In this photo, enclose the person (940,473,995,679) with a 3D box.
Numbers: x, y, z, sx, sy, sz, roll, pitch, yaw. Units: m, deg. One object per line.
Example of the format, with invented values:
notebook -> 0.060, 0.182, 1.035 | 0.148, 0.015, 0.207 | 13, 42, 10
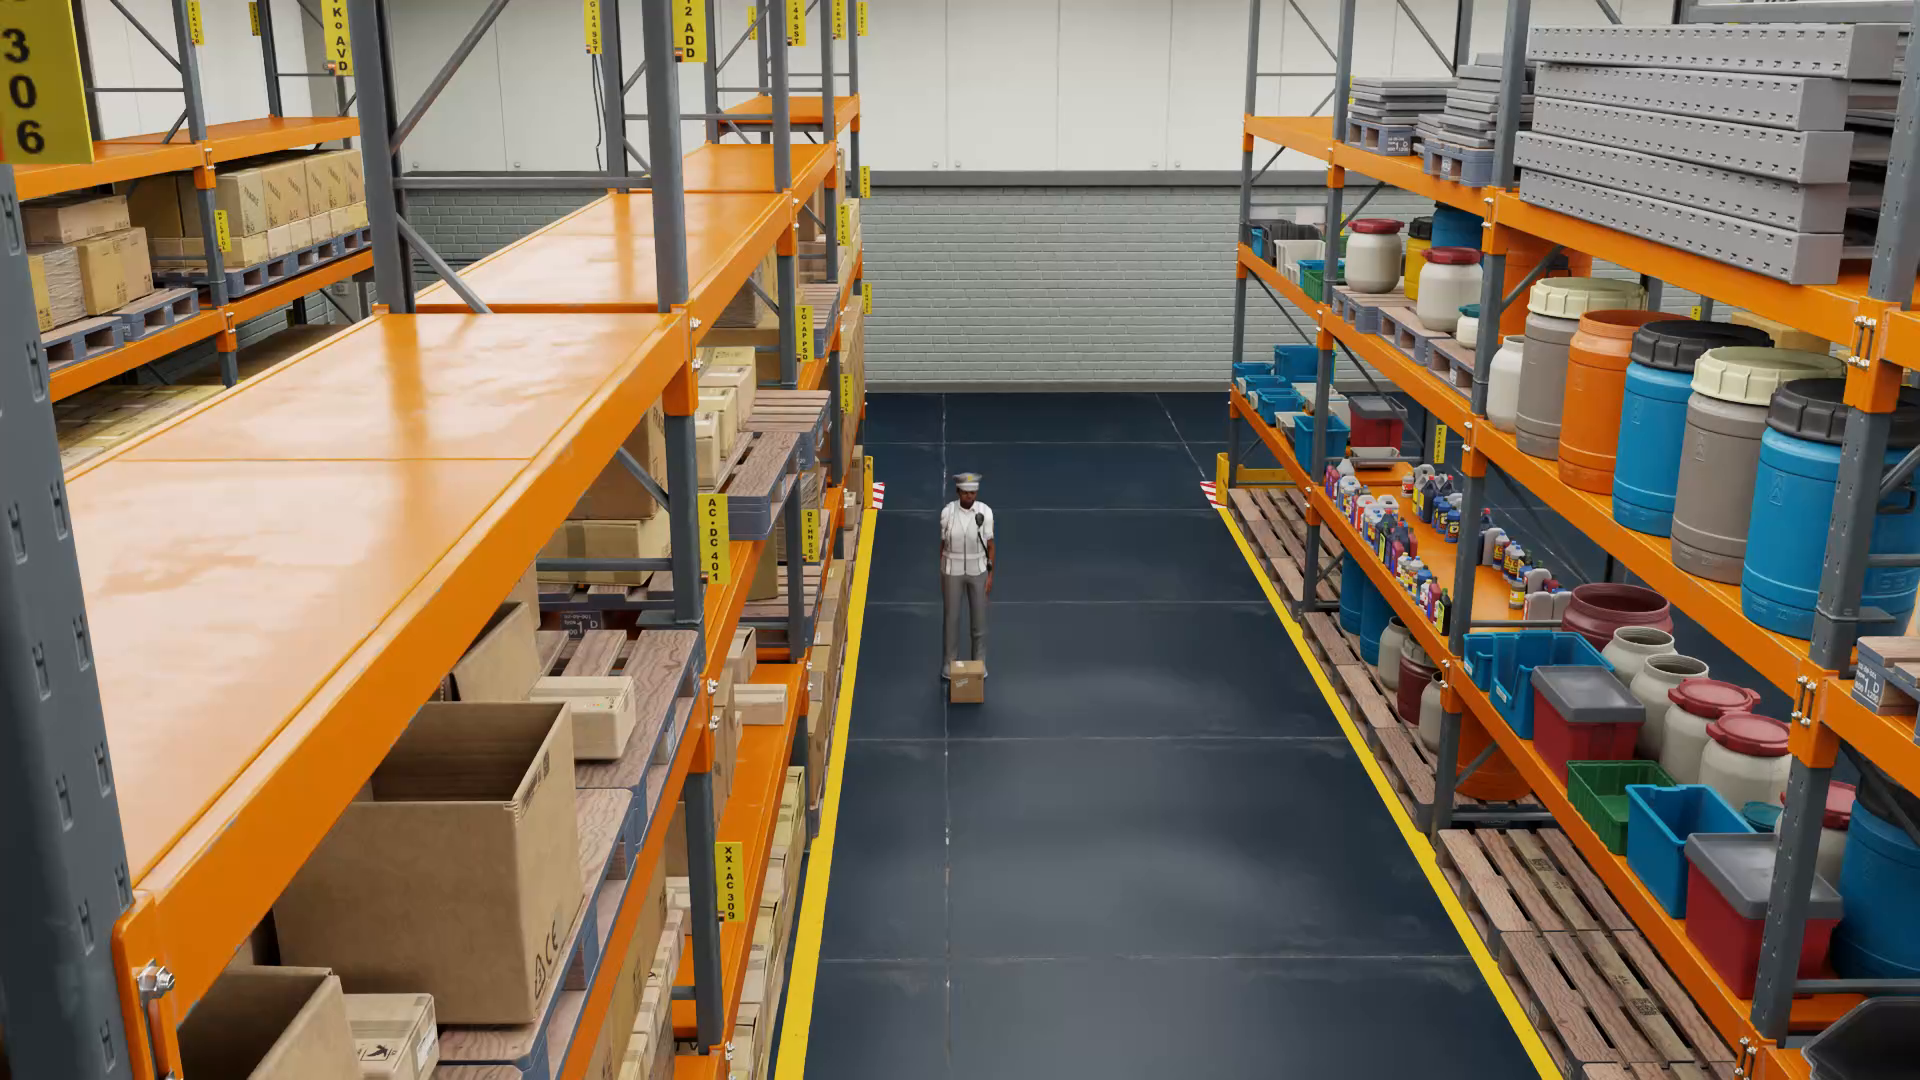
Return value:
person -> 0.058, 0.275, 13.156 | 0.435, 1.686, 0.340 | 0, 17, 1
